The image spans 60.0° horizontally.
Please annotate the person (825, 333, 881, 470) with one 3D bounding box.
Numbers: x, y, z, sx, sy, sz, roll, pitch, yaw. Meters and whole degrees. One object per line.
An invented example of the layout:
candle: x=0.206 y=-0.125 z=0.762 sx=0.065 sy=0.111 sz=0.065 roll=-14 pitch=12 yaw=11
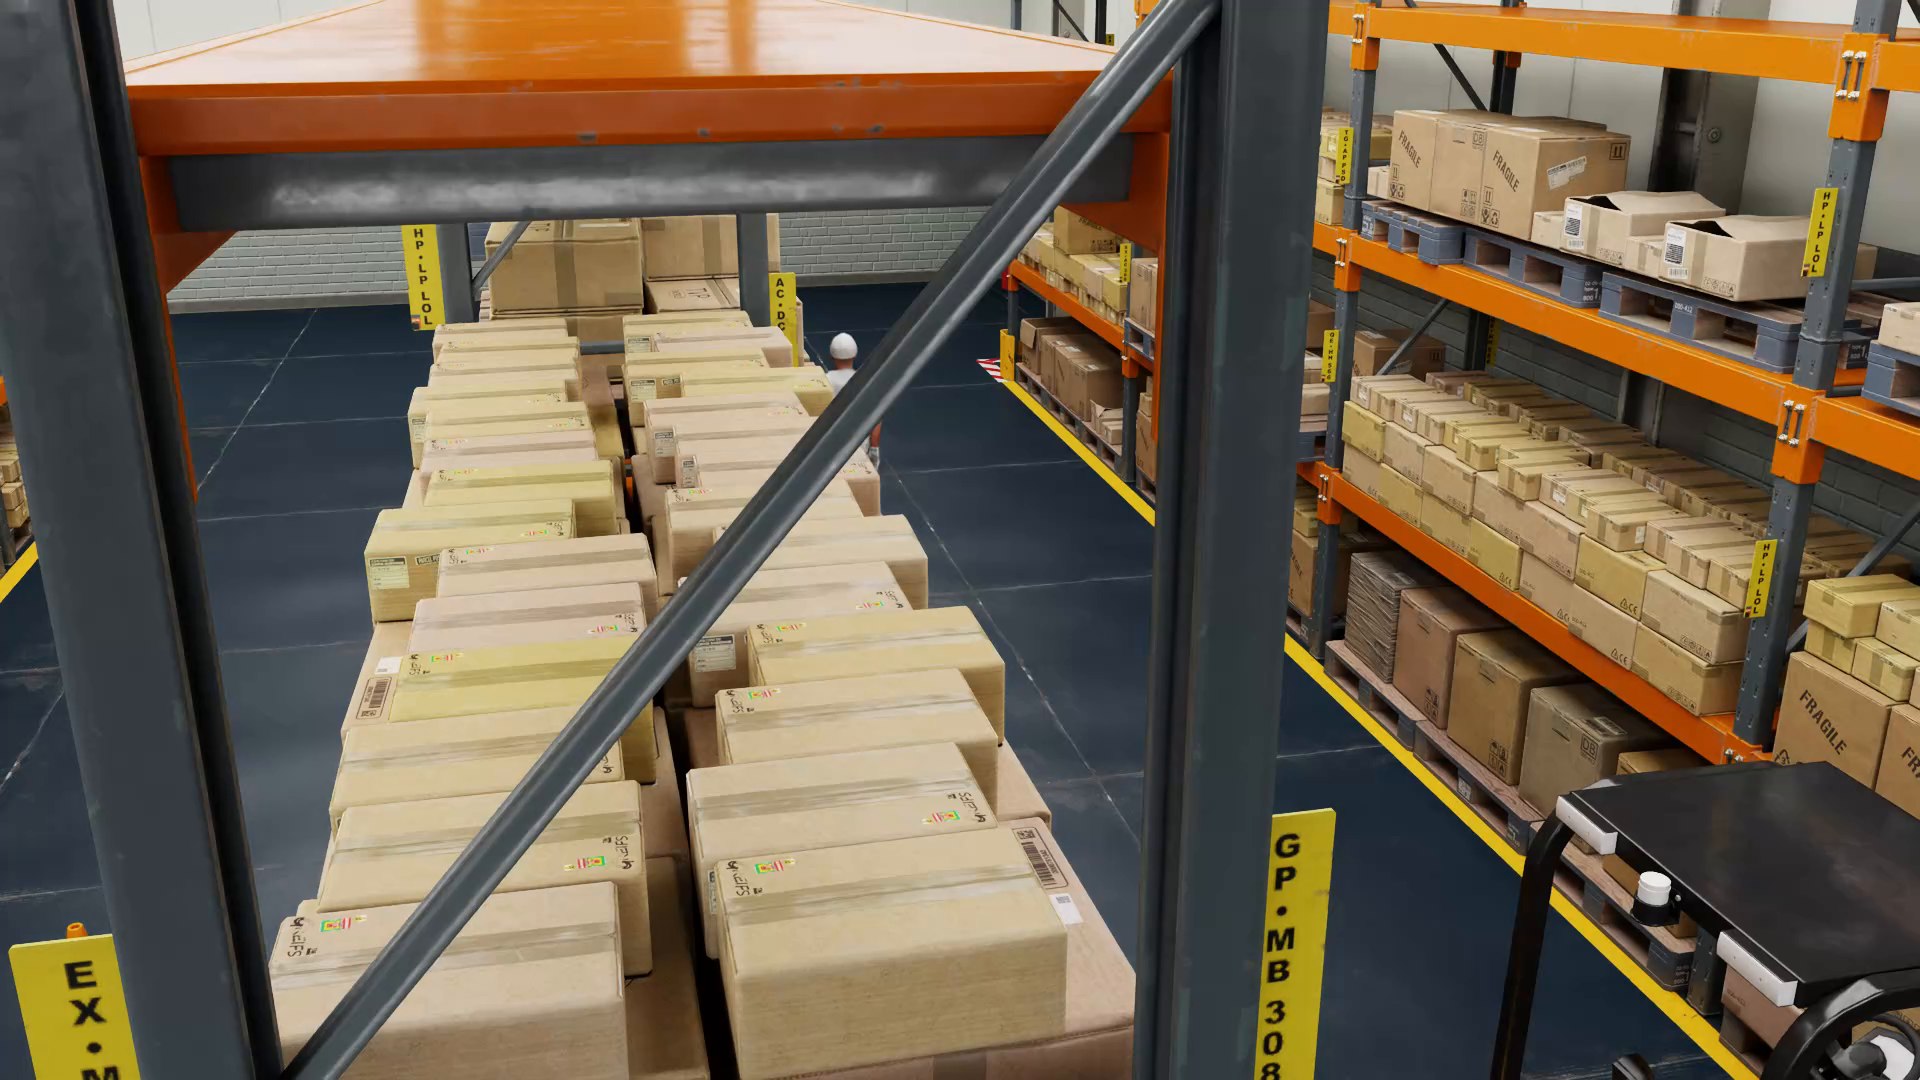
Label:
person: x=-0.898 y=-0.722 z=12.567 sx=0.546 sy=1.739 sz=1.039 roll=-6 pitch=20 yaw=-16
